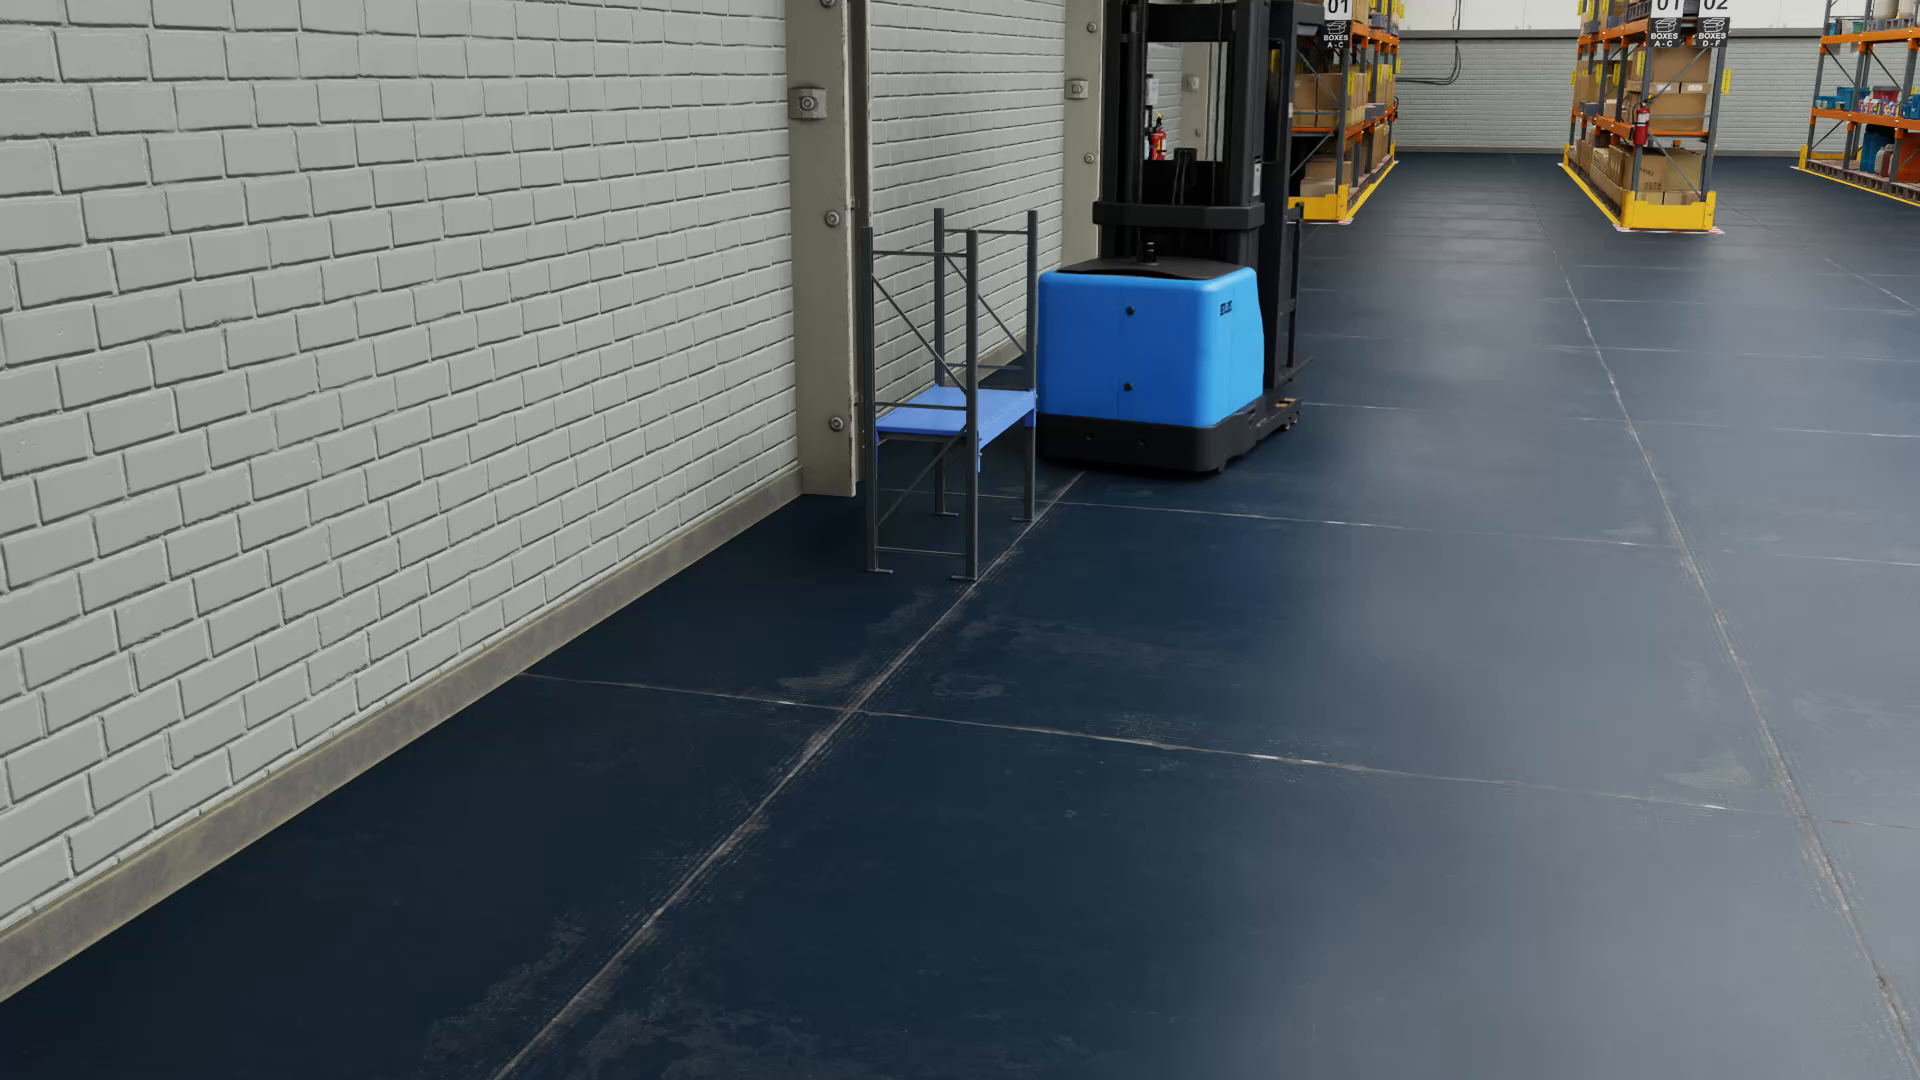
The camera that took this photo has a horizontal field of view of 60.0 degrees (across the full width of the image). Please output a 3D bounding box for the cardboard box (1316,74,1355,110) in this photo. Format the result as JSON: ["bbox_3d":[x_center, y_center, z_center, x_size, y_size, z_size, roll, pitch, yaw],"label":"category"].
[{"bbox_3d":[5.519,-6.589,24.428,0.500,0.500,0.500,5,16,16],"label":"cardboard box"}]

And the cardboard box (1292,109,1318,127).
[{"bbox_3d":[5.042,-6.264,24.656,0.500,0.250,0.500,5,17,17],"label":"cardboard box"}]

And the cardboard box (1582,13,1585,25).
[{"bbox_3d":[13.848,-11.359,36.242,0.500,0.250,0.500,5,16,16],"label":"cardboard box"}]

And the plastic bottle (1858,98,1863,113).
[{"bbox_3d":[17.453,-8.407,32.186,0.061,0.283,0.133,5,16,16],"label":"plastic bottle"}]

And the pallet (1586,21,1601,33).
[{"bbox_3d":[12.711,-9.862,31.948,1.213,0.211,1.003,5,16,16],"label":"pallet"}]

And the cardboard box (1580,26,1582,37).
[{"bbox_3d":[14.003,-11.249,36.768,0.500,0.250,0.500,5,16,16],"label":"cardboard box"}]

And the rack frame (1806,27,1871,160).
[{"bbox_3d":[19.141,-9.607,36.204,1.000,3.000,0.127,5,16,16],"label":"rack frame"}]

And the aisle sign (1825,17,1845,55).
[{"bbox_3d":[18.876,-10.900,35.997,0.394,0.787,0.004,5,16,16],"label":"aisle sign"}]

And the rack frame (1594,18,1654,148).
[{"bbox_3d":[12.119,-7.899,30.182,1.000,3.000,0.127,5,16,16],"label":"rack frame"}]

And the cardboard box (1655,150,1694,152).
[{"bbox_3d":[10.640,-5.562,24.836,0.500,0.500,0.500,5,16,16],"label":"cardboard box"}]

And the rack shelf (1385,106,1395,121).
[{"bbox_3d":[9.074,-9.506,37.166,1.077,0.370,4.000,5,16,16],"label":"rack shelf"}]

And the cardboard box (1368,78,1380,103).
[{"bbox_3d":[7.752,-8.591,31.854,0.500,0.500,0.500,5,17,18],"label":"cardboard box"}]

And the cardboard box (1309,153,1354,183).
[{"bbox_3d":[6.425,-6.439,28.808,0.700,0.500,0.500,5,17,18],"label":"cardboard box"}]

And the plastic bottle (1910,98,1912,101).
[{"bbox_3d":[18.004,-8.223,31.413,0.144,0.351,0.185,5,16,16],"label":"plastic bottle"}]

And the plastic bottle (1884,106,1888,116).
[{"bbox_3d":[16.855,-7.800,30.195,0.097,0.201,0.097,0,16,0],"label":"plastic bottle"}]

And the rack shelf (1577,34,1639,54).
[{"bbox_3d":[13.824,-10.566,35.406,1.077,0.370,4.000,5,16,16],"label":"rack shelf"}]

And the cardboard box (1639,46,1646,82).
[{"bbox_3d":[10.435,-7.015,24.502,0.700,0.500,0.500,5,16,16],"label":"cardboard box"}]

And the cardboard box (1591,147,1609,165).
[{"bbox_3d":[11.689,-6.934,30.021,0.500,0.311,0.500,5,17,18],"label":"cardboard box"}]

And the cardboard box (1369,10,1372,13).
[{"bbox_3d":[7.449,-10.114,31.505,0.700,0.500,0.500,3,16,12],"label":"cardboard box"}]

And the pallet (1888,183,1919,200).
[{"bbox_3d":[16.610,-5.973,28.501,1.003,0.211,1.213,5,16,16],"label":"pallet"}]

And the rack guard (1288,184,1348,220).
[{"bbox_3d":[5.117,-5.007,24.565,1.175,0.500,0.348,5,16,16],"label":"rack guard"}]

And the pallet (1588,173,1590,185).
[{"bbox_3d":[12.368,-6.750,31.241,1.003,0.211,1.213,5,16,16],"label":"pallet"}]

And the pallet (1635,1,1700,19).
[{"bbox_3d":[10.416,-7.710,24.180,1.003,0.211,1.213,5,16,16],"label":"pallet"}]

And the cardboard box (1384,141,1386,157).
[{"bbox_3d":[9.255,-8.922,37.598,0.700,0.500,0.500,4,16,14],"label":"cardboard box"}]

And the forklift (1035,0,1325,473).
[{"bbox_3d":[1.489,-2.128,9.962,1.130,2.935,3.031,7,17,24],"label":"forklift"}]

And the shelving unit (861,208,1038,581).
[{"bbox_3d":[-0.024,-0.699,7.546,0.538,1.500,1.048,5,16,16],"label":"shelving unit"}]

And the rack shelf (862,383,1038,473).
[{"bbox_3d":[-0.024,-0.526,7.595,0.538,0.185,1.000,5,16,16],"label":"rack shelf"}]

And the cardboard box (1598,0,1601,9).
[{"bbox_3d":[13.357,-11.048,33.772,0.700,0.500,0.500,5,16,16],"label":"cardboard box"}]

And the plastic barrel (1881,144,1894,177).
[{"bbox_3d":[17.311,-6.981,30.594,0.600,0.588,0.708,5,16,16],"label":"plastic barrel"}]

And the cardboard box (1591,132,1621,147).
[{"bbox_3d":[12.172,-7.547,31.341,0.500,0.250,0.500,5,17,18],"label":"cardboard box"}]

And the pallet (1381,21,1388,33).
[{"bbox_3d":[7.501,-9.807,31.758,1.213,0.211,1.003,5,17,18],"label":"pallet"}]

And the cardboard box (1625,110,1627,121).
[{"bbox_3d":[11.080,-6.913,26.979,0.500,0.250,0.500,6,17,19],"label":"cardboard box"}]

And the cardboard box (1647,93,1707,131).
[{"bbox_3d":[9.991,-5.976,23.217,0.700,0.500,0.500,5,16,16],"label":"cardboard box"}]

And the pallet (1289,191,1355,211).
[{"bbox_3d":[5.730,-5.396,26.466,1.003,0.211,1.213,5,16,16],"label":"pallet"}]

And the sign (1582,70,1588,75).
[{"bbox_3d":[12.733,-9.402,33.895,0.100,0.325,0.005,5,16,16],"label":"sign"}]

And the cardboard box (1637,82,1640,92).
[{"bbox_3d":[10.210,-6.687,24.537,0.380,0.149,0.250,4,16,15],"label":"cardboard box"}]

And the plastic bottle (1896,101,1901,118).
[{"bbox_3d":[16.573,-7.597,29.330,0.061,0.283,0.133,5,16,16],"label":"plastic bottle"}]

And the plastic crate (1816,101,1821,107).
[{"bbox_3d":[18.584,-9.393,35.821,0.250,0.136,0.298,5,16,16],"label":"plastic crate"}]

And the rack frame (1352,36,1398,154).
[{"bbox_3d":[9.642,-10.376,38.912,1.000,3.000,0.127,5,16,16],"label":"rack frame"}]

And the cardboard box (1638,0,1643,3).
[{"bbox_3d":[10.393,-8.194,24.509,0.797,0.503,0.637,7,17,22],"label":"cardboard box"}]

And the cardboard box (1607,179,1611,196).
[{"bbox_3d":[10.413,-5.504,26.006,0.500,0.250,0.500,5,16,16],"label":"cardboard box"}]

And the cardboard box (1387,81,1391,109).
[{"bbox_3d":[8.888,-9.805,36.350,0.980,0.700,0.700,4,16,14],"label":"cardboard box"}]

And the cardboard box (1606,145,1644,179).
[{"bbox_3d":[10.550,-5.996,26.366,0.500,0.500,0.500,5,16,16],"label":"cardboard box"}]

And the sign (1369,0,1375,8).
[{"bbox_3d":[6.754,-8.888,27.223,0.100,0.325,0.005,5,16,16],"label":"sign"}]

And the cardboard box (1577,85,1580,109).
[{"bbox_3d":[13.583,-9.548,35.811,0.500,0.500,0.500,5,17,17],"label":"cardboard box"}]

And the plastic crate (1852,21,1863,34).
[{"bbox_3d":[17.957,-10.186,33.055,0.416,0.233,0.300,5,16,16],"label":"plastic crate"}]

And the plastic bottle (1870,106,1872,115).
[{"bbox_3d":[17.185,-8.103,31.265,0.097,0.201,0.097,0,16,0],"label":"plastic bottle"}]

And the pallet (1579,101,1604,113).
[{"bbox_3d":[12.924,-8.653,33.191,1.003,0.211,1.213,5,16,16],"label":"pallet"}]

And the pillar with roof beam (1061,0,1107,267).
[{"bbox_3d":[5.182,-5.853,11.972,9.100,9.000,0.400,5,16,16],"label":"pillar with roof beam"}]

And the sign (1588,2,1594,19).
[{"bbox_3d":[12.733,-10.678,33.533,0.100,0.325,0.005,5,16,16],"label":"sign"}]

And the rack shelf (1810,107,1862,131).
[{"bbox_3d":[18.572,-8.738,34.457,1.077,0.370,4.000,5,16,16],"label":"rack shelf"}]

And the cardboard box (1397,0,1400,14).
[{"bbox_3d":[9.543,-12.015,37.142,0.500,0.500,0.500,5,17,18],"label":"cardboard box"}]

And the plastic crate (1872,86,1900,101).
[{"bbox_3d":[18.498,-8.835,33.252,0.402,0.464,0.583,5,16,16],"label":"plastic crate"}]

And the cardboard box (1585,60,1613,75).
[{"bbox_3d":[13.151,-9.627,34.259,0.500,0.500,0.500,5,17,16],"label":"cardboard box"}]
